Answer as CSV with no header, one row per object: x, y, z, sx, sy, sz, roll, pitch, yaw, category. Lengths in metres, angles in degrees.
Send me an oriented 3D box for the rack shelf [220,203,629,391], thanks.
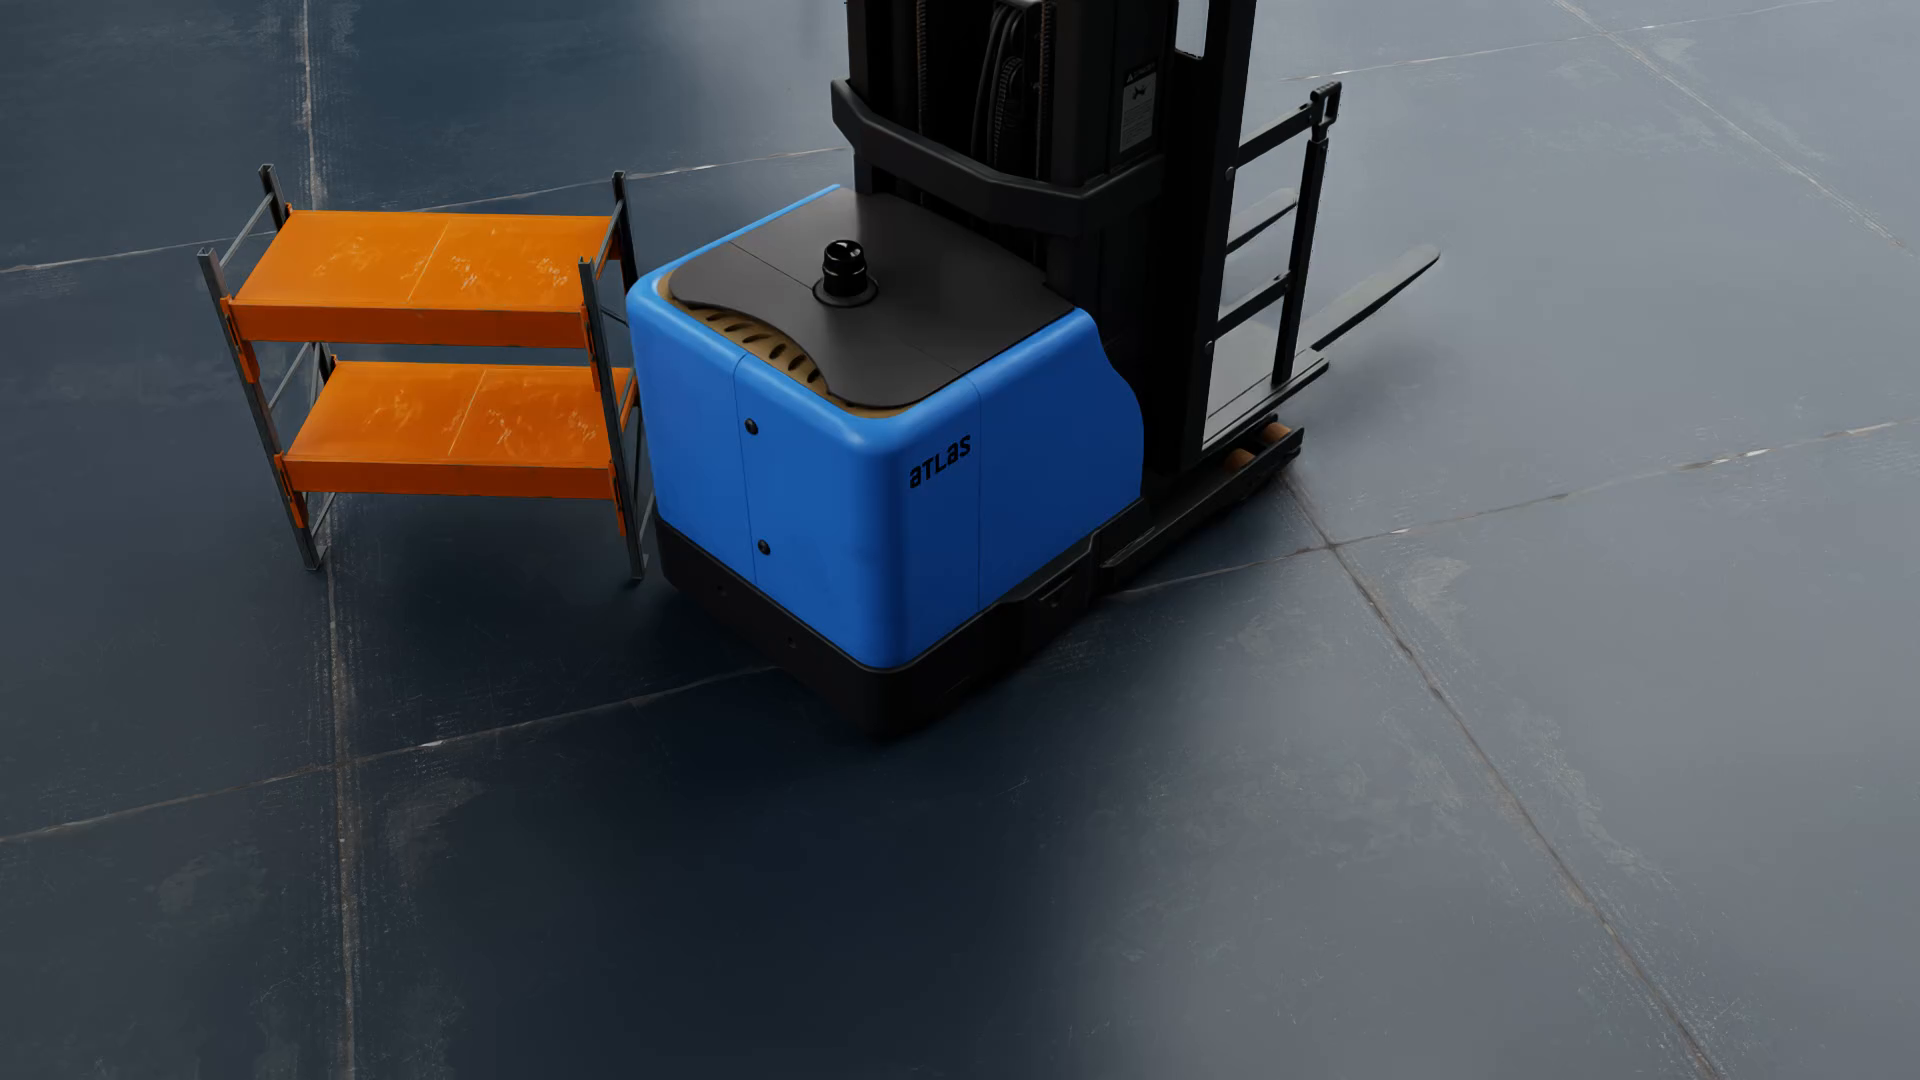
-1.488,-0.700,4.752,1.000,0.278,0.538,2,41,2,rack shelf

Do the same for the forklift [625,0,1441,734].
0.483,-1.445,4.676,1.130,2.935,3.031,33,51,32,forklift

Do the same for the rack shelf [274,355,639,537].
-1.488,-0.296,5.105,1.000,0.278,0.538,2,41,2,rack shelf

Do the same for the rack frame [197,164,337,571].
-1.996,-0.493,4.960,0.032,1.125,0.500,2,41,2,rack frame

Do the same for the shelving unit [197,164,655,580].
-1.488,-0.480,4.944,1.048,1.125,0.538,2,41,2,shelving unit

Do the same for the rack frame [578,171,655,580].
-0.981,-0.467,4.929,0.032,1.125,0.500,2,41,2,rack frame
